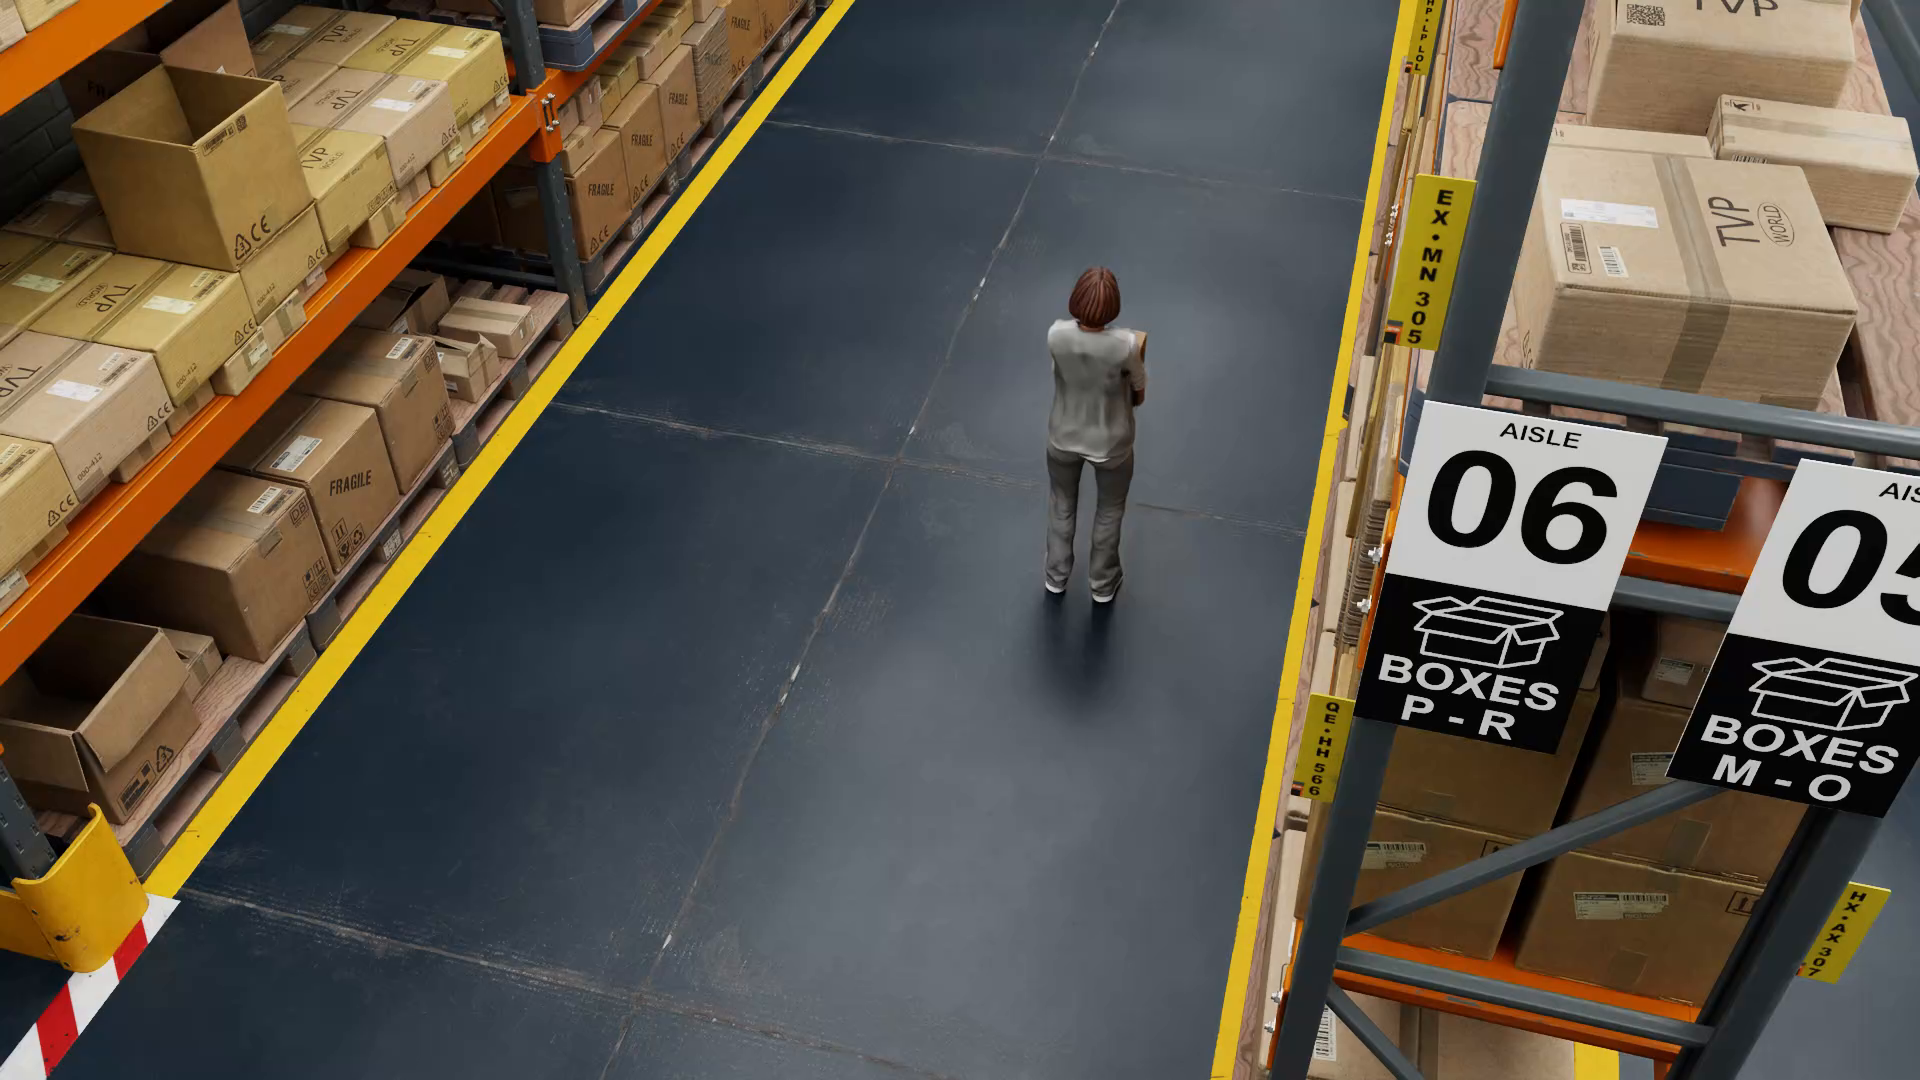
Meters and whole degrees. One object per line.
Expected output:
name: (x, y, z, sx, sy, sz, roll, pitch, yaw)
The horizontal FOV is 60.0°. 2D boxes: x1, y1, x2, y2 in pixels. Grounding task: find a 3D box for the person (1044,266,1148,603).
person: (0.542, -0.459, 6.687, 0.385, 1.598, 0.498, 11, 43, 12)
